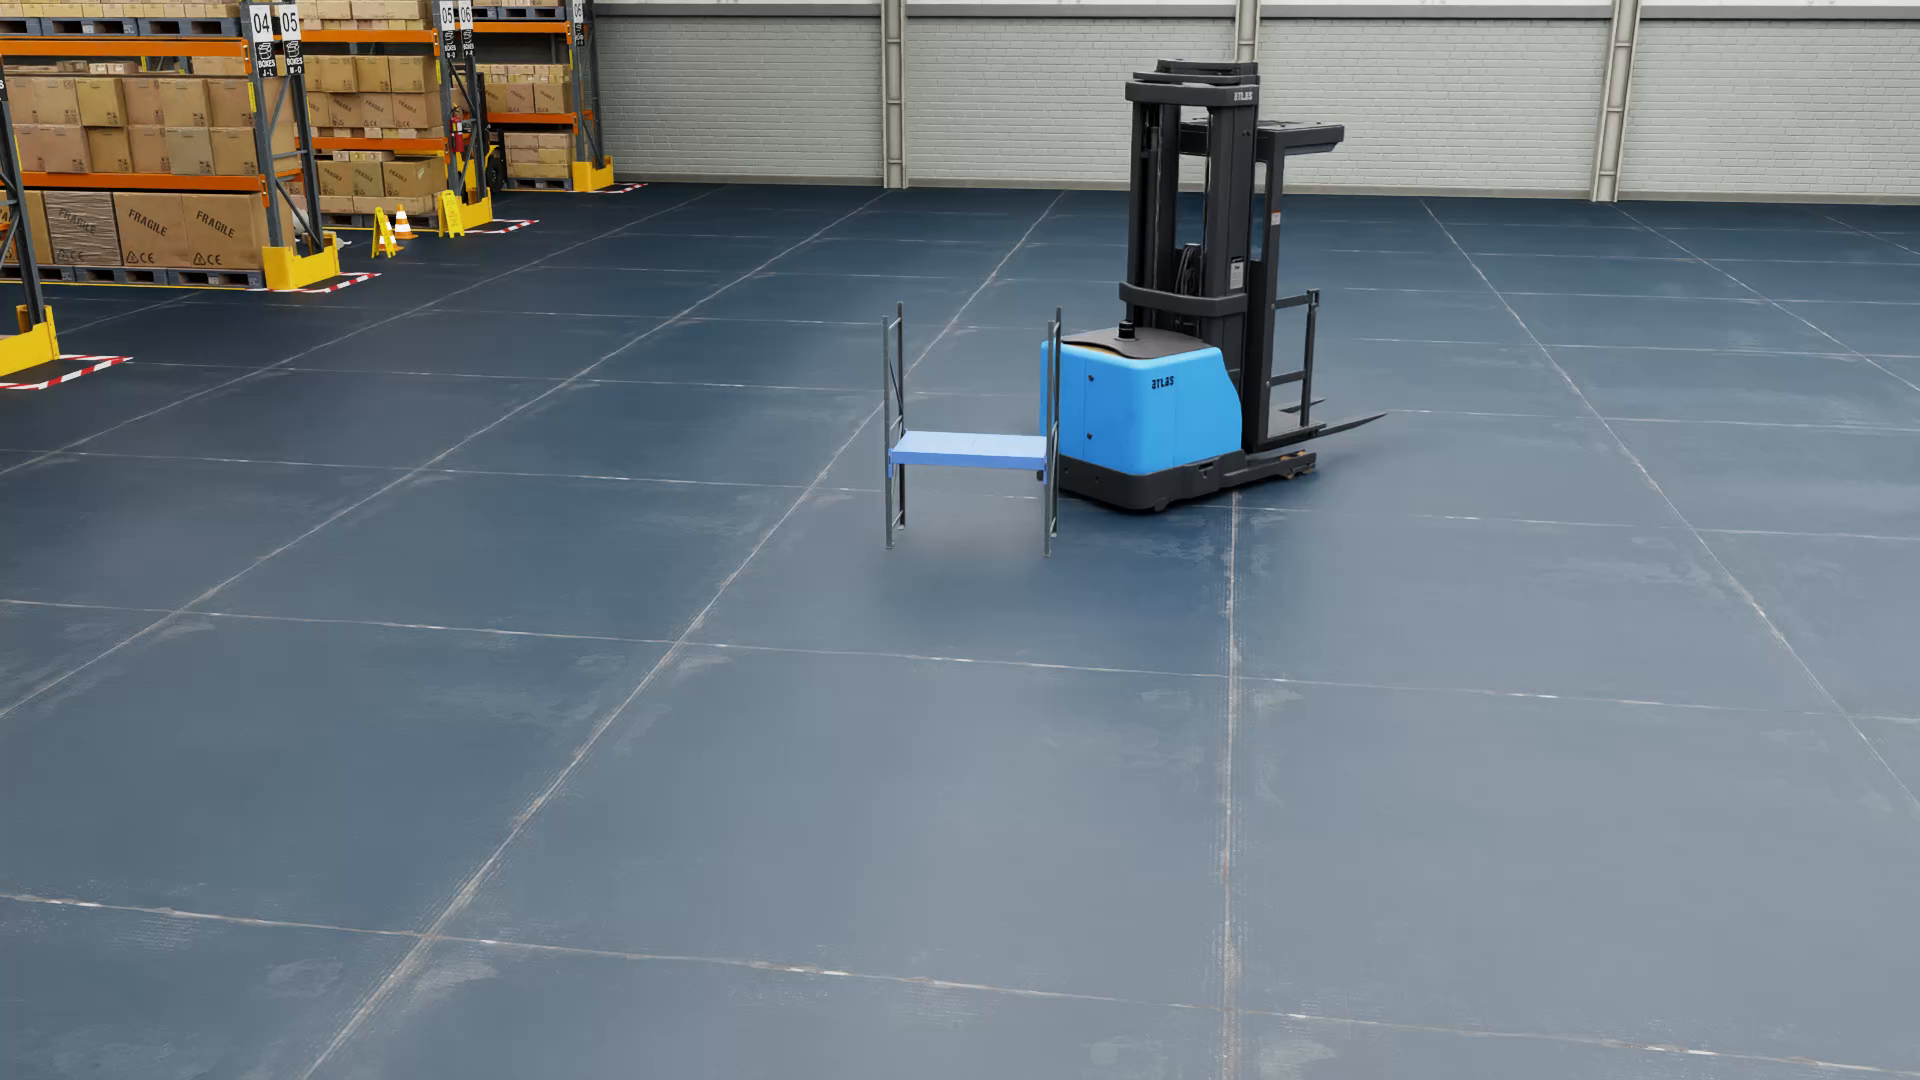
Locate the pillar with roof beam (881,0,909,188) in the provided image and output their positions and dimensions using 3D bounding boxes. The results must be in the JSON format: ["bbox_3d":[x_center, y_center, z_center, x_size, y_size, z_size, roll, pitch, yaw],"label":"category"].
[{"bbox_3d":[-1.814,-9.184,24.071,0.400,9.000,9.100,3,19,9],"label":"pillar with roof beam"}]

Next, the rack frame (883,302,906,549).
[{"bbox_3d":[-0.418,-0.733,10.629,0.032,1.500,0.500,3,19,9],"label":"rack frame"}]

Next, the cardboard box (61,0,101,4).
[{"bbox_3d":[-9.994,-6.314,19.168,0.500,0.250,0.500,3,19,9],"label":"cardboard box"}]

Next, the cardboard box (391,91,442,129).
[{"bbox_3d":[-7.874,-6.247,24.120,0.500,0.500,0.500,3,19,8],"label":"cardboard box"}]

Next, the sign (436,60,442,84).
[{"bbox_3d":[-7.402,-6.644,23.609,0.005,0.325,0.100,3,19,9],"label":"sign"}]

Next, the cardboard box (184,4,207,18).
[{"bbox_3d":[-8.610,-6.035,18.962,0.250,0.149,0.380,3,19,9],"label":"cardboard box"}]

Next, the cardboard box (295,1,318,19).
[{"bbox_3d":[-9.351,-7.626,23.909,0.500,0.250,0.500,3,19,9],"label":"cardboard box"}]

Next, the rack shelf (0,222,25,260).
[{"bbox_3d":[-10.841,-2.772,15.495,4.000,0.370,1.077,3,19,9],"label":"rack shelf"}]

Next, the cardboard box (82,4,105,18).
[{"bbox_3d":[-9.868,-6.099,19.153,0.250,0.149,0.380,3,19,9],"label":"cardboard box"}]

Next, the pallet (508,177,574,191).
[{"bbox_3d":[-7.272,-6.376,29.526,1.213,0.211,1.003,3,19,9],"label":"pallet"}]

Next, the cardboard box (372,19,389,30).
[{"bbox_3d":[-8.199,-7.378,23.793,0.250,0.149,0.380,3,19,10],"label":"cardboard box"}]

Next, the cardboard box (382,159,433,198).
[{"bbox_3d":[-8.127,-5.327,24.486,0.500,0.500,0.500,3,19,9],"label":"cardboard box"}]

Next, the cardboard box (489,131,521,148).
[{"bbox_3d":[-8.020,-7.014,29.133,0.500,0.250,0.500,3,19,9],"label":"cardboard box"}]

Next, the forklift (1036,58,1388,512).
[{"bbox_3d":[1.997,-1.949,12.010,3.031,2.935,1.130,-15,24,-38],"label":"forklift"}]

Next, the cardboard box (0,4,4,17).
[{"bbox_3d":[-11.122,-6.163,19.343,0.250,0.149,0.380,3,19,9],"label":"cardboard box"}]

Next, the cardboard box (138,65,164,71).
[{"bbox_3d":[-14.893,-8.397,30.352,0.500,0.500,0.500,4,19,11],"label":"cardboard box"}]

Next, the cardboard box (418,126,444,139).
[{"bbox_3d":[-7.698,-5.950,24.255,0.250,0.149,0.380,4,19,10],"label":"cardboard box"}]

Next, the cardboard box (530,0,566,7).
[{"bbox_3d":[-6.986,-9.335,28.271,0.500,0.500,0.500,4,19,10],"label":"cardboard box"}]

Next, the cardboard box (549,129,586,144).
[{"bbox_3d":[-6.955,-7.126,29.468,0.500,0.250,0.500,3,19,8],"label":"cardboard box"}]

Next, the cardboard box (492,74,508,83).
[{"bbox_3d":[-7.915,-8.008,28.829,0.250,0.149,0.380,2,19,7],"label":"cardboard box"}]

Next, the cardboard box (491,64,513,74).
[{"bbox_3d":[-7.918,-8.142,28.762,0.250,0.149,0.380,3,19,10],"label":"cardboard box"}]

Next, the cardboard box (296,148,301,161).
[{"bbox_3d":[-9.816,-5.700,24.579,0.250,0.149,0.380,4,19,12],"label":"cardboard box"}]

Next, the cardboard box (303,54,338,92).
[{"bbox_3d":[-9.322,-6.827,24.278,0.500,0.500,0.700,3,19,8],"label":"cardboard box"}]

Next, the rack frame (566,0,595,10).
[{"bbox_3d":[-6.511,-10.518,28.055,0.127,3.000,1.000,3,19,9],"label":"rack frame"}]

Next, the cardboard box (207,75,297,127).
[{"bbox_3d":[-8.340,-5.176,19.606,0.550,0.550,0.875,3,19,9],"label":"cardboard box"}]

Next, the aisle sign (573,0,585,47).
[{"bbox_3d":[-6.493,-8.810,28.310,0.004,0.787,0.394,3,19,9],"label":"aisle sign"}]

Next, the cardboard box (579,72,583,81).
[{"bbox_3d":[-6.805,-8.126,29.182,0.250,0.149,0.380,2,19,7],"label":"cardboard box"}]

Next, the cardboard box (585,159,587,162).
[{"bbox_3d":[-6.965,-6.654,29.634,0.500,0.250,0.500,3,19,9],"label":"cardboard box"}]

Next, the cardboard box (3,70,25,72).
[{"bbox_3d":[-14.700,-6.972,25.625,0.500,0.500,0.500,2,19,7],"label":"cardboard box"}]

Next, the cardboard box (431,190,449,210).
[{"bbox_3d":[-8.047,-5.140,25.109,0.500,0.250,0.500,3,19,8],"label":"cardboard box"}]

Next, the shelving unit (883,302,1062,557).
[{"bbox_3d":[0.084,-0.707,10.552,1.048,1.500,0.538,3,19,9],"label":"shelving unit"}]

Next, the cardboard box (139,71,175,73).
[{"bbox_3d":[-12.156,-6.845,25.245,0.500,0.500,0.500,3,19,9],"label":"cardboard box"}]

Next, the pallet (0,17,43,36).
[{"bbox_3d":[-11.123,-6.099,19.716,1.213,0.211,1.003,3,19,9],"label":"pallet"}]

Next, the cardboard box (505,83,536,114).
[{"bbox_3d":[-7.549,-7.692,28.906,0.500,0.500,0.500,4,19,10],"label":"cardboard box"}]

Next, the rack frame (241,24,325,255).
[{"bbox_3d":[-7.980,-4.562,19.709,0.127,3.000,1.000,3,19,9],"label":"rack frame"}]

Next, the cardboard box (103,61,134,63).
[{"bbox_3d":[-12.741,-7.171,25.197,0.250,0.149,0.380,4,19,12],"label":"cardboard box"}]

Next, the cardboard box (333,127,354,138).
[{"bbox_3d":[-8.972,-5.993,24.382,0.250,0.149,0.380,3,19,8],"label":"cardboard box"}]

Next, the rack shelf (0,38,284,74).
[{"bbox_3d":[-9.954,-5.744,19.648,4.000,0.370,1.077,3,19,9],"label":"rack shelf"}]

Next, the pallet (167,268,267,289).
[{"bbox_3d":[-8.782,-3.255,20.199,1.213,0.211,1.003,3,19,9],"label":"pallet"}]

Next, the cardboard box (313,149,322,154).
[{"bbox_3d":[-11.742,-7.011,30.111,0.625,0.625,0.875,3,19,8],"label":"cardboard box"}]

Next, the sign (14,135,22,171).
[{"bbox_3d":[-8.780,-3.593,15.451,0.005,0.325,0.100,3,19,9],"label":"sign"}]

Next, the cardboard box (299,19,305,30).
[{"bbox_3d":[-9.450,-7.452,24.015,0.250,0.149,0.380,3,19,9],"label":"cardboard box"}]

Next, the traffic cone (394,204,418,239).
[{"bbox_3d":[-7.924,-4.532,23.618,0.334,0.463,0.336,3,19,9],"label":"traffic cone"}]

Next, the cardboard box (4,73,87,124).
[{"bbox_3d":[-11.009,-5.326,20.054,0.550,0.550,0.875,3,19,9],"label":"cardboard box"}]

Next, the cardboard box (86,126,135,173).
[{"bbox_3d":[-9.963,-4.739,20.004,0.500,0.550,0.875,3,19,9],"label":"cardboard box"}]
